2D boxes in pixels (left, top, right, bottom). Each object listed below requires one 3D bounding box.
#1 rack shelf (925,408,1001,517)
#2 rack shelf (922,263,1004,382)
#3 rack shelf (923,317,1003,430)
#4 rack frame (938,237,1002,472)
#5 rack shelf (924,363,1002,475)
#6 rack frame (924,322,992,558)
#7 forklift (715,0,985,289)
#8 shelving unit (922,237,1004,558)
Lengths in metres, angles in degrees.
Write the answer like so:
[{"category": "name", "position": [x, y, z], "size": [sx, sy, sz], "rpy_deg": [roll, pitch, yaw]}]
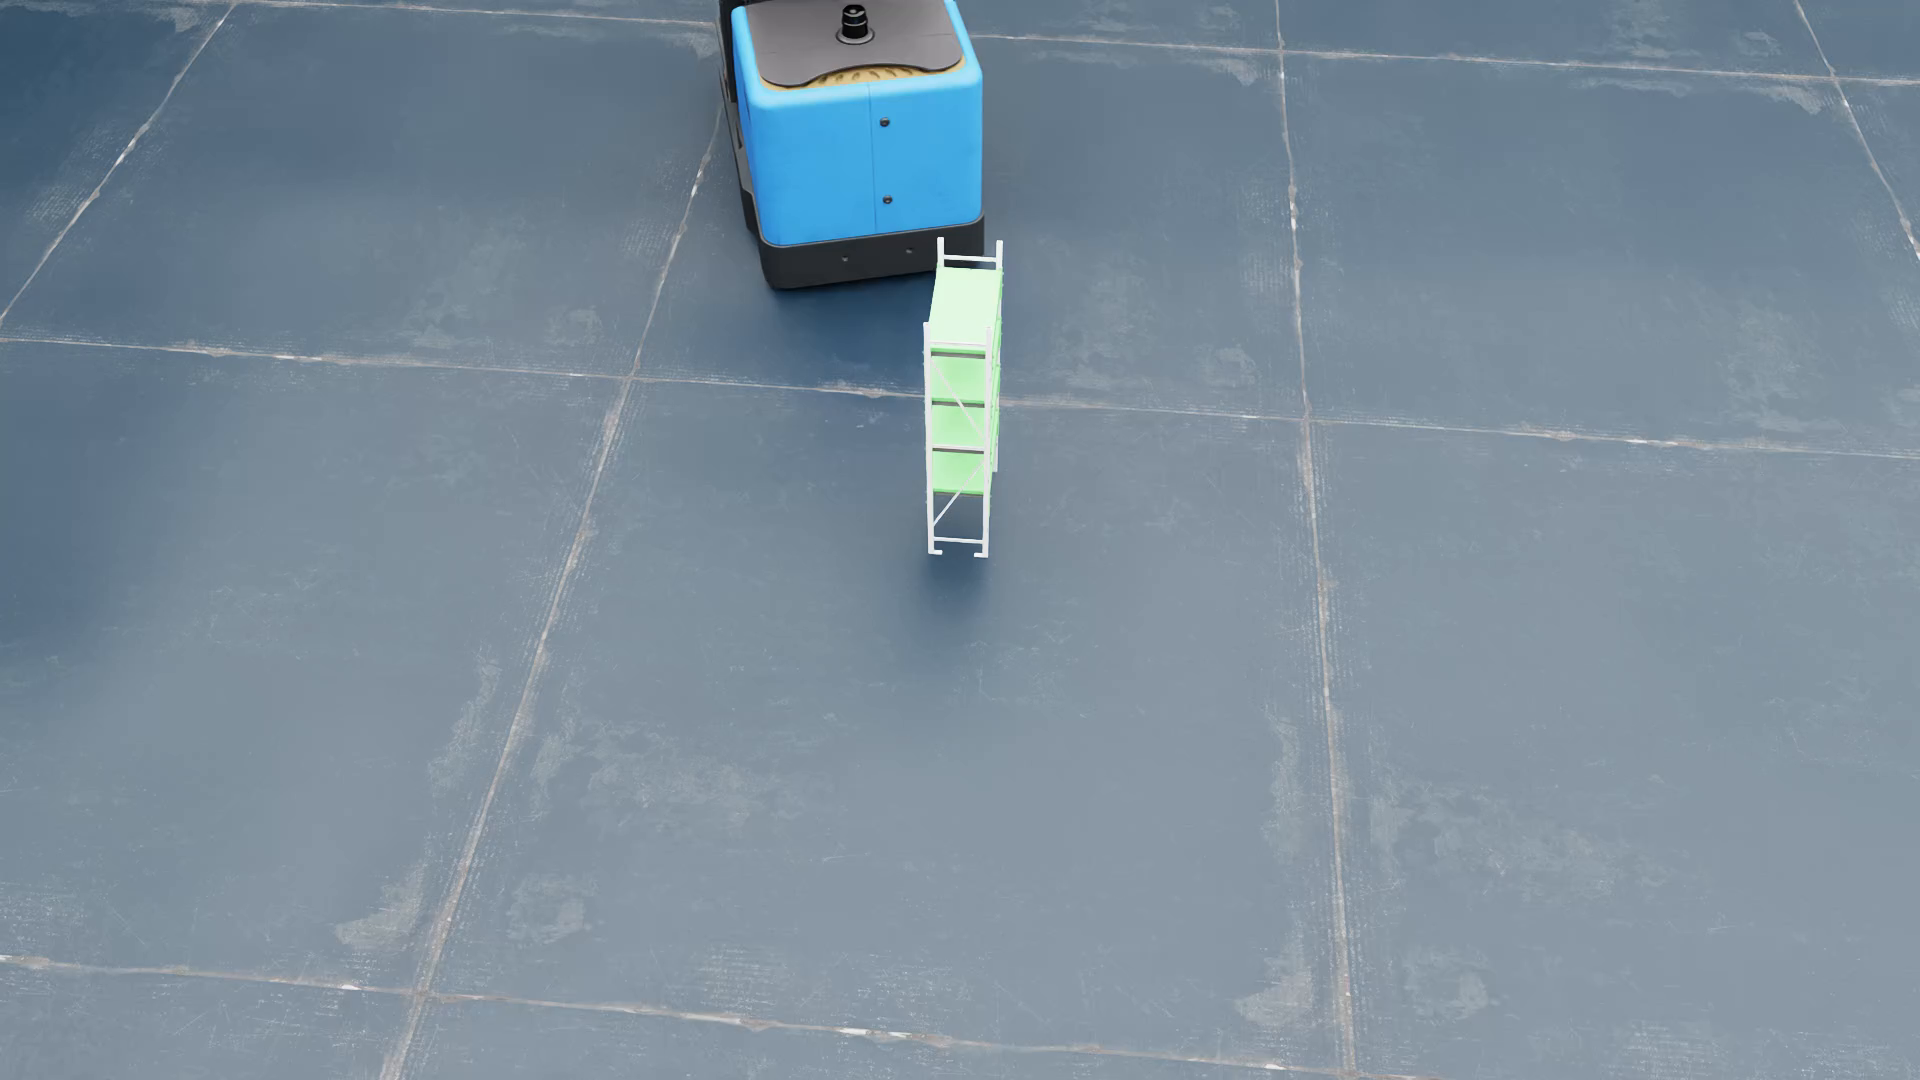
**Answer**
[{"category": "rack shelf", "position": [0.015, -0.321, 6.669], "size": [0.258, 0.148, 0.480], "rpy_deg": [4, 48, 4]}, {"category": "rack shelf", "position": [0.015, -0.807, 6.137], "size": [0.258, 0.148, 0.480], "rpy_deg": [4, 48, 4]}, {"category": "rack shelf", "position": [0.015, -0.645, 6.314], "size": [0.258, 0.148, 0.480], "rpy_deg": [4, 48, 4]}, {"category": "rack frame", "position": [0.037, -0.706, 6.608], "size": [0.240, 1.200, 0.015], "rpy_deg": [4, 48, 4]}, {"category": "rack shelf", "position": [0.015, -0.483, 6.492], "size": [0.258, 0.148, 0.480], "rpy_deg": [4, 48, 4]}, {"category": "rack frame", "position": [-0.007, -0.347, 6.280], "size": [0.240, 1.200, 0.015], "rpy_deg": [4, 48, 4]}, {"category": "forklift", "position": [-0.680, -3.269, 7.780], "size": [1.130, 2.935, 3.031], "rpy_deg": [-8, 48, -8]}, {"category": "shelving unit", "position": [0.015, -0.527, 6.444], "size": [0.258, 1.200, 0.503], "rpy_deg": [4, 48, 4]}]
